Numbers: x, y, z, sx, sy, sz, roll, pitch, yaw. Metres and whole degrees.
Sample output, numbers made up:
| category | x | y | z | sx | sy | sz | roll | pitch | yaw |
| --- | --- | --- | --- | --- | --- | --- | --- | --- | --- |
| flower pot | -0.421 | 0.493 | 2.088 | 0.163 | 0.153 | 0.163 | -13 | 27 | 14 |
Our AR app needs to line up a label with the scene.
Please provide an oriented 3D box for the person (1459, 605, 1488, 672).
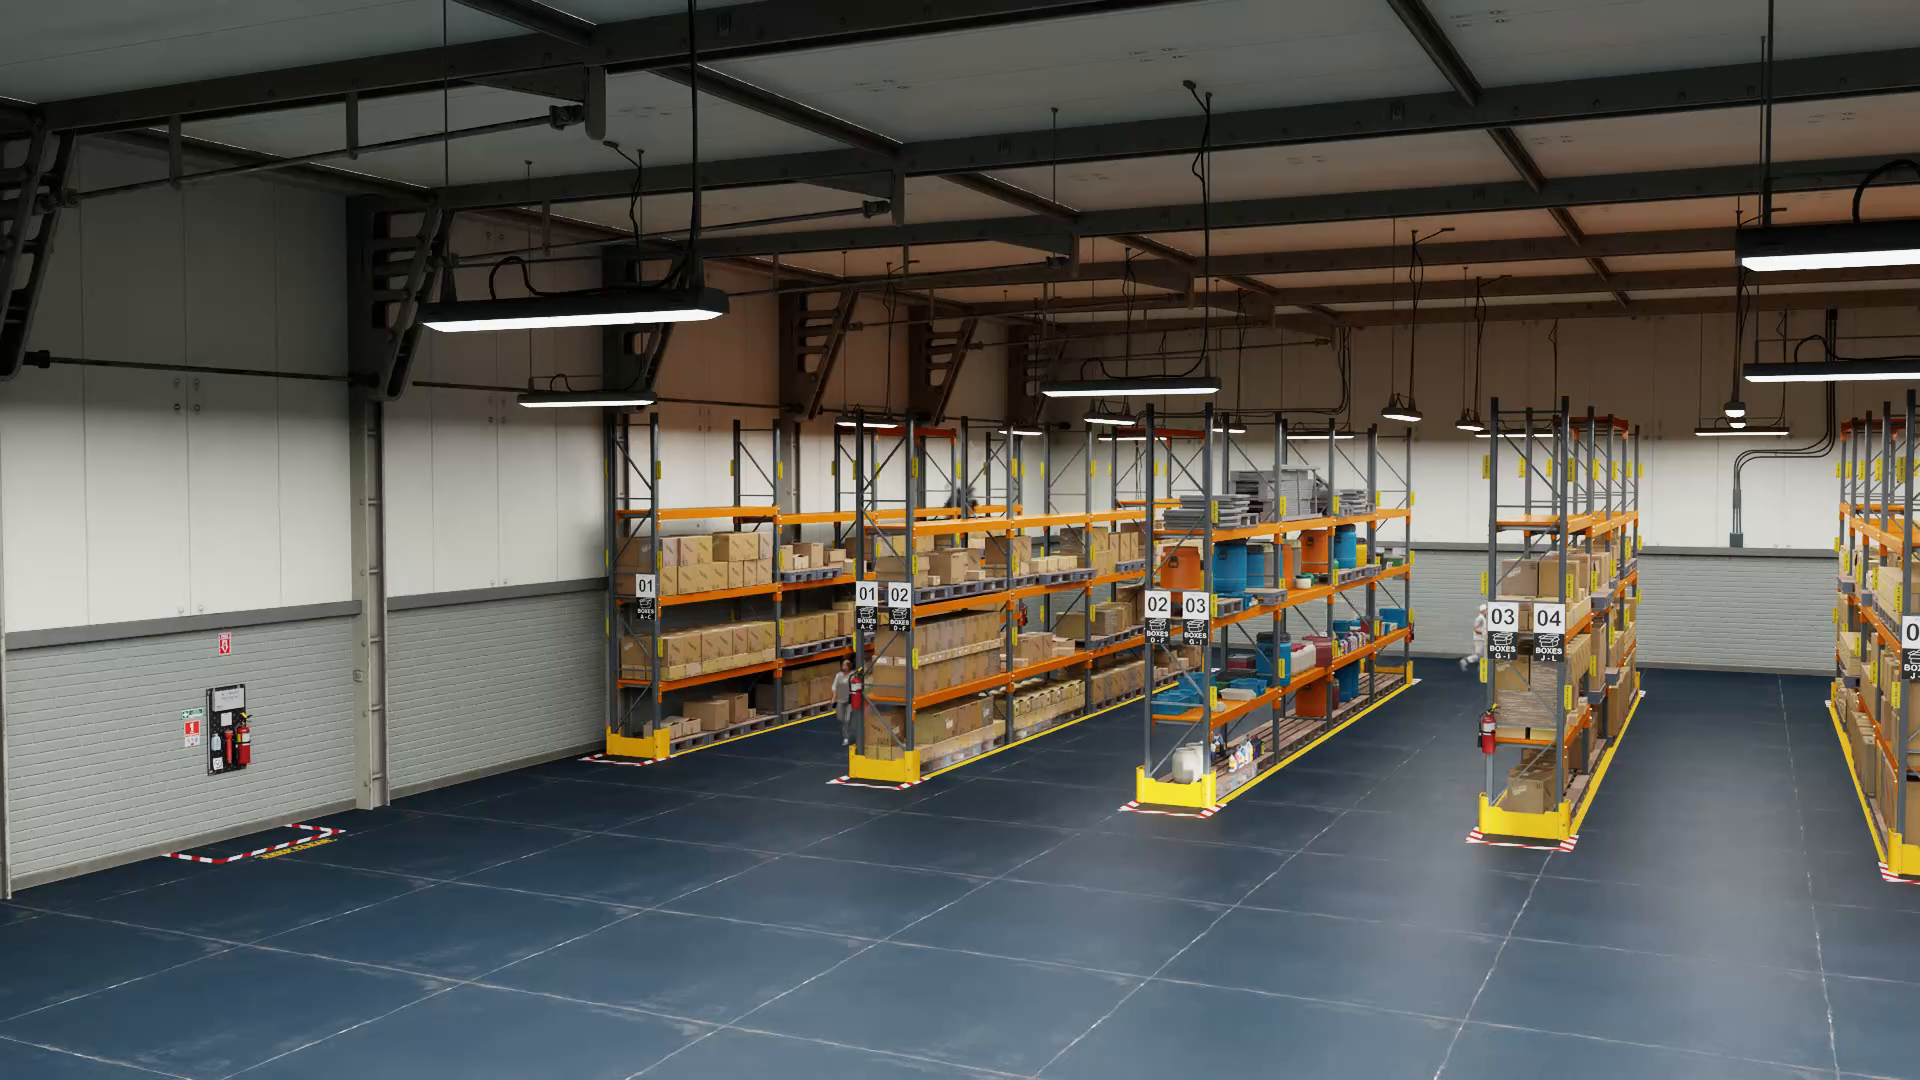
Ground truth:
| category | x | y | z | sx | sy | sz | roll | pitch | yaw |
| --- | --- | --- | --- | --- | --- | --- | --- | --- | --- |
| person | 12.528 | 2.437 | 40.080 | 0.971 | 1.772 | 0.683 | 2 | 3 | 35 |

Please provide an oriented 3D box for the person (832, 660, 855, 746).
| category | x | y | z | sx | sy | sz | roll | pitch | yaw |
| --- | --- | --- | --- | --- | --- | --- | --- | --- | --- |
| person | -2.080 | 2.963 | 30.342 | 0.547 | 1.565 | 0.541 | 0 | 2 | 6 |

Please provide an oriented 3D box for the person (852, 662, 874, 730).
| category | x | y | z | sx | sy | sz | roll | pitch | yaw |
| --- | --- | --- | --- | --- | --- | --- | --- | --- | --- |
| person | -1.702 | 2.969 | 29.547 | 0.617 | 1.621 | 0.649 | 1 | 3 | 25 |
